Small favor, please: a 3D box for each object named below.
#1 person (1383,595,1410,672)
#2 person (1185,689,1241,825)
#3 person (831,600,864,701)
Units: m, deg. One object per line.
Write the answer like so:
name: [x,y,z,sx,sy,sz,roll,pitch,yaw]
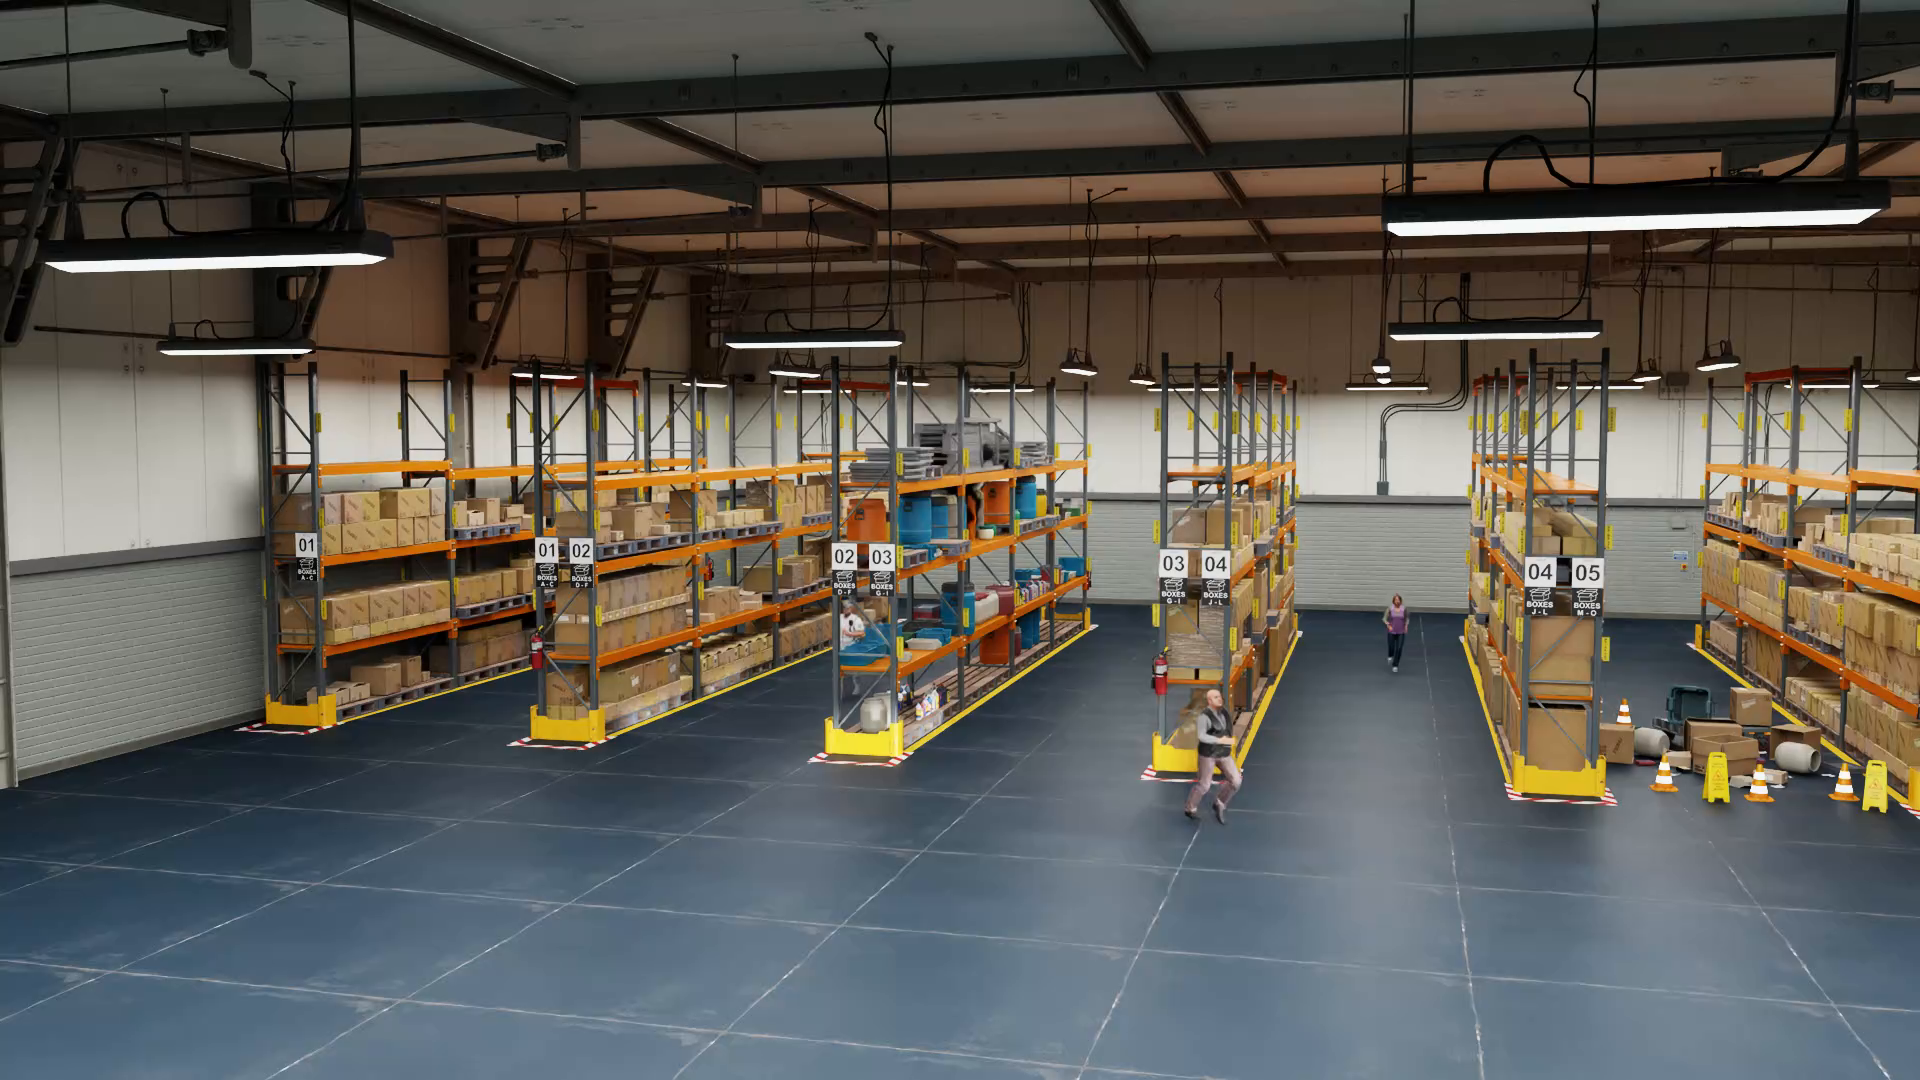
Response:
person: [8.781,1.871,33.480,0.534,1.553,0.557,0,4,6]
person: [3.173,2.691,20.640,0.664,1.697,0.853,-2,5,-31]
person: [-2.047,1.975,30.158,0.653,1.795,0.902,1,4,15]
